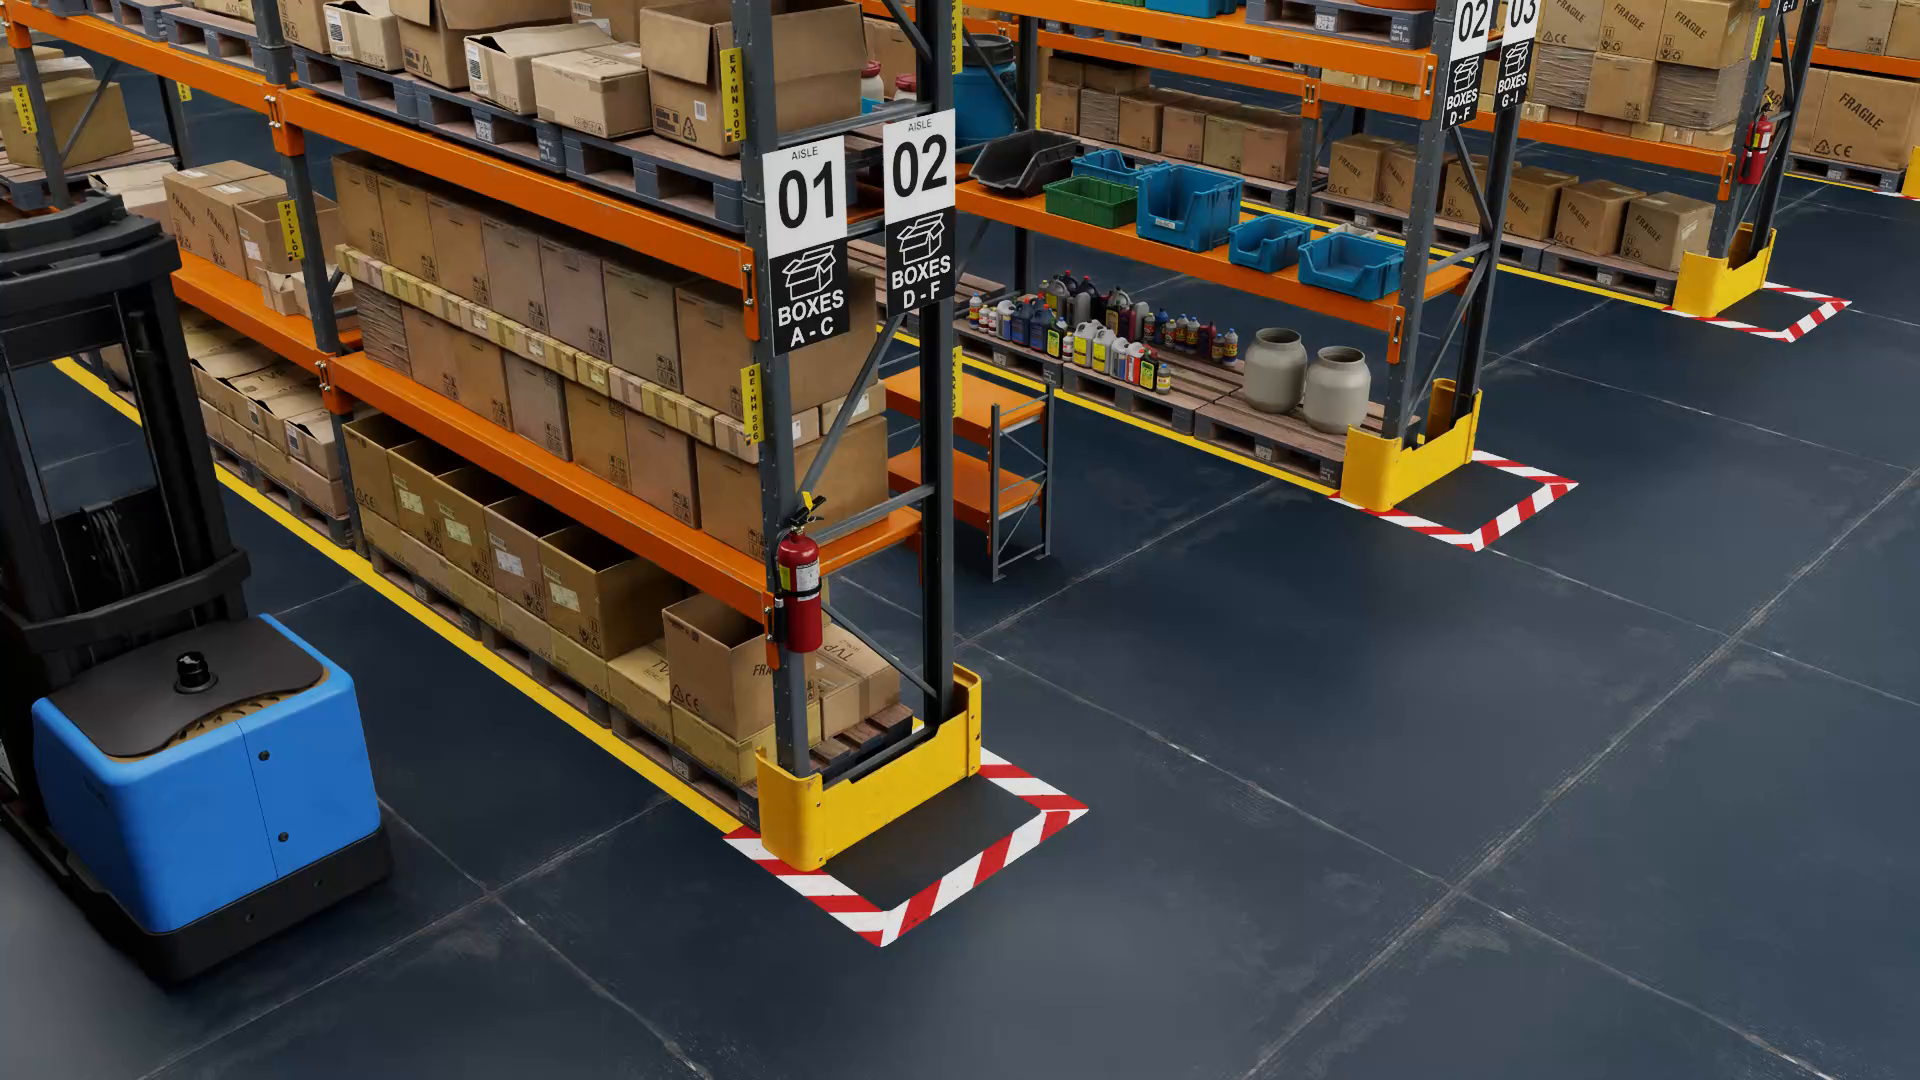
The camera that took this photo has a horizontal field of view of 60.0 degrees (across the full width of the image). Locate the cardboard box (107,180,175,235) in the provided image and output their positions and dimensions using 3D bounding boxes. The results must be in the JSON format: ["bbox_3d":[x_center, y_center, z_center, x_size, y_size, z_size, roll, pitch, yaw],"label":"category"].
[{"bbox_3d":[-5.624,-2.304,11.505,0.500,0.311,0.500,24,36,38],"label":"cardboard box"}]

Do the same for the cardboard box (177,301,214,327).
[{"bbox_3d":[-5.578,-1.480,11.742,0.500,0.311,0.500,24,36,37],"label":"cardboard box"}]

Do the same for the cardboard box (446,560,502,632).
[{"bbox_3d":[-2.450,0.218,9.115,0.500,0.250,0.500,25,36,38],"label":"cardboard box"}]

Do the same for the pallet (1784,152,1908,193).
[{"bbox_3d":[9.451,-3.989,17.610,1.213,0.211,1.003,25,36,38],"label":"pallet"}]

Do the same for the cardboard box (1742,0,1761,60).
[{"bbox_3d":[6.325,-4.264,13.635,0.500,0.500,0.500,25,36,38],"label":"cardboard box"}]

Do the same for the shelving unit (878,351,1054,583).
[{"bbox_3d":[-0.005,-0.500,9.992,1.048,1.125,0.538,25,36,38],"label":"shelving unit"}]

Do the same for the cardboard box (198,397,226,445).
[{"bbox_3d":[-4.859,-0.901,11.244,0.500,0.250,0.500,-24,36,-38],"label":"cardboard box"}]

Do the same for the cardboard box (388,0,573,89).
[{"bbox_3d":[-2.188,-2.436,7.725,0.797,0.503,0.637,-21,34,-34],"label":"cardboard box"}]

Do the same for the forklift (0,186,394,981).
[{"bbox_3d":[-3.918,-0.095,7.282,3.031,2.935,1.130,24,36,38],"label":"forklift"}]

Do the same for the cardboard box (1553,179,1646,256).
[{"bbox_3d":[5.643,-2.848,14.678,0.500,0.500,0.500,-15,31,-27],"label":"cardboard box"}]

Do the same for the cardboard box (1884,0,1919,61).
[{"bbox_3d":[9.780,-5.161,16.681,0.550,0.550,0.875,25,36,38],"label":"cardboard box"}]

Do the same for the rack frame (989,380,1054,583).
[{"bbox_3d":[0.358,-0.334,9.677,0.032,1.125,0.500,25,36,38],"label":"rack frame"}]

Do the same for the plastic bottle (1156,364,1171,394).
[{"bbox_3d":[1.437,-1.142,11.733,0.097,0.201,0.097,0,28,0],"label":"plastic bottle"}]

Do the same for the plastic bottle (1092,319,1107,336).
[{"bbox_3d":[1.010,-1.482,12.300,0.135,0.276,0.152,25,36,38],"label":"plastic bottle"}]

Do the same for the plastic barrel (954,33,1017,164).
[{"bbox_3d":[0.139,-3.486,13.117,0.708,0.901,0.600,25,36,38],"label":"plastic barrel"}]

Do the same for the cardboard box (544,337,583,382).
[{"bbox_3d":[-1.752,-0.904,7.942,0.380,0.149,0.250,-24,36,-38],"label":"cardboard box"}]

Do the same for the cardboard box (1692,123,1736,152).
[{"bbox_3d":[6.179,-3.289,13.552,0.250,0.149,0.380,25,36,38],"label":"cardboard box"}]

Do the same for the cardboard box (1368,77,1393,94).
[{"bbox_3d":[3.983,-4.241,15.363,0.250,0.149,0.380,25,36,38],"label":"cardboard box"}]

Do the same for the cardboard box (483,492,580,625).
[{"bbox_3d":[-2.091,0.049,8.632,0.500,0.500,0.500,25,36,38],"label":"cardboard box"}]

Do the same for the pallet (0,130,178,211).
[{"bbox_3d":[-6.659,-2.813,12.582,1.003,0.211,1.213,25,36,38],"label":"pallet"}]

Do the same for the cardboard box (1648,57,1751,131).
[{"bbox_3d":[6.154,-3.740,13.713,0.500,0.500,0.875,25,36,38],"label":"cardboard box"}]

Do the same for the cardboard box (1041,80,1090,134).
[{"bbox_3d":[1.314,-4.862,18.487,0.500,0.500,0.700,22,35,36],"label":"cardboard box"}]

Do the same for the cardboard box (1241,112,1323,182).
[{"bbox_3d":[3.251,-3.977,16.803,0.500,0.500,0.700,21,34,35],"label":"cardboard box"}]

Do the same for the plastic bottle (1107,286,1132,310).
[{"bbox_3d":[1.230,-1.777,12.780,0.185,0.351,0.144,24,36,38],"label":"plastic bottle"}]

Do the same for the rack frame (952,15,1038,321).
[{"bbox_3d":[0.202,-3.037,12.803,0.127,3.000,1.000,25,36,38],"label":"rack frame"}]

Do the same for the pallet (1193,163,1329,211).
[{"bbox_3d":[3.118,-3.700,17.060,1.213,0.211,1.003,25,36,38],"label":"pallet"}]

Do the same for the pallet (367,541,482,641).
[{"bbox_3d":[-2.736,0.113,9.808,1.213,0.211,1.003,25,36,38],"label":"pallet"}]

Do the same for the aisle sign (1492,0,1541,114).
[{"bbox_3d":[3.311,-2.956,9.856,0.004,0.787,0.394,25,36,38],"label":"aisle sign"}]

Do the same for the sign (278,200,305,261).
[{"bbox_3d":[-3.647,-1.689,9.079,0.005,0.325,0.100,25,36,38],"label":"sign"}]

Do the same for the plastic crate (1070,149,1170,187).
[{"bbox_3d":[1.181,-2.700,12.322,0.616,0.251,0.499,25,36,38],"label":"plastic crate"}]

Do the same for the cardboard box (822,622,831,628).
[{"bbox_3d":[-1.007,0.531,8.520,0.500,0.250,0.500,25,36,38],"label":"cardboard box"}]

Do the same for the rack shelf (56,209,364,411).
[{"bbox_3d":[-4.700,-1.729,11.087,4.000,0.370,1.077,25,36,38],"label":"rack shelf"}]

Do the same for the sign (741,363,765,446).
[{"bbox_3d":[-0.812,-0.531,6.538,0.005,0.325,0.100,25,36,38],"label":"sign"}]

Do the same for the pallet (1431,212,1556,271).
[{"bbox_3d":[5.052,-2.841,15.426,1.213,0.211,1.003,25,36,38],"label":"pallet"}]

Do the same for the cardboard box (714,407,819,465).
[{"bbox_3d":[-0.827,-0.482,7.139,0.250,0.149,0.380,24,36,38],"label":"cardboard box"}]

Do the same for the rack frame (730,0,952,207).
[{"bbox_3d":[-0.421,-2.745,5.801,0.127,3.000,1.000,25,36,38],"label":"rack frame"}]

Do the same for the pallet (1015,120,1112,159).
[{"bbox_3d":[1.378,-4.496,18.574,1.213,0.211,1.003,25,36,38],"label":"pallet"}]

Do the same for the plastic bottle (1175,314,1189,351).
[{"bbox_3d":[1.664,-1.559,12.450,0.097,0.271,0.097,0,28,0],"label":"plastic bottle"}]

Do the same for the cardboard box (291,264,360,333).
[{"bbox_3d":[-3.655,-1.474,9.992,0.500,0.250,0.500,-23,35,-36],"label":"cardboard box"}]

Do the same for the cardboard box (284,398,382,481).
[{"bbox_3d":[-3.764,-0.649,10.161,0.500,0.311,0.500,25,36,38],"label":"cardboard box"}]

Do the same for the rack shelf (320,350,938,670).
[{"bbox_3d":[-1.848,-0.423,8.605,4.000,0.370,1.077,25,36,38],"label":"rack shelf"}]

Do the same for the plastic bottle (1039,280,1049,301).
[{"bbox_3d":[0.679,-1.978,13.323,0.097,0.201,0.097,0,28,0],"label":"plastic bottle"}]

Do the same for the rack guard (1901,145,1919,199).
[{"bbox_3d":[10.093,-3.874,17.081,0.348,0.500,1.175,25,36,38],"label":"rack guard"}]

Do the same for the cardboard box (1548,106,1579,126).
[{"bbox_3d":[5.276,-3.691,14.317,0.250,0.149,0.380,25,36,38],"label":"cardboard box"}]

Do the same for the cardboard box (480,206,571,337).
[{"bbox_3d":[-1.879,-1.379,8.148,0.500,0.500,0.700,25,36,38],"label":"cardboard box"}]

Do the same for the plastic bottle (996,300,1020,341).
[{"bbox_3d":[0.371,-1.680,12.677,0.152,0.276,0.135,-24,36,-37],"label":"plastic bottle"}]

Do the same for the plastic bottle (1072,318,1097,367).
[{"bbox_3d":[0.924,-1.458,12.173,0.185,0.351,0.144,24,36,38],"label":"plastic bottle"}]

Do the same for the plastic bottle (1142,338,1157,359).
[{"bbox_3d":[1.351,-1.305,11.955,0.133,0.283,0.061,25,36,38],"label":"plastic bottle"}]

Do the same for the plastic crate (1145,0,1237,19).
[{"bbox_3d":[1.483,-3.575,10.620,0.575,0.384,0.392,25,36,38],"label":"plastic crate"}]

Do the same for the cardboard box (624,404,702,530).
[{"bbox_3d":[-1.123,-0.460,7.794,0.700,0.500,0.500,-24,36,-38],"label":"cardboard box"}]

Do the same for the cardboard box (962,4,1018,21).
[{"bbox_3d":[0.296,-6.109,18.538,0.500,0.500,0.500,-24,36,-38],"label":"cardboard box"}]

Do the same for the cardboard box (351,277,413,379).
[{"bbox_3d":[-2.953,-1.296,9.384,0.500,0.500,0.700,23,36,37],"label":"cardboard box"}]

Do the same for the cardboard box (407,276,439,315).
[{"bbox_3d":[-2.666,-1.323,8.739,0.250,0.149,0.380,24,36,38],"label":"cardboard box"}]

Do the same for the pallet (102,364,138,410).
[{"bbox_3d":[-5.566,-1.184,12.275,1.213,0.211,1.003,25,36,38],"label":"pallet"}]

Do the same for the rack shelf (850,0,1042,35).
[{"bbox_3d":[-0.604,-6.320,19.820,4.000,0.370,1.077,25,36,38],"label":"rack shelf"}]
